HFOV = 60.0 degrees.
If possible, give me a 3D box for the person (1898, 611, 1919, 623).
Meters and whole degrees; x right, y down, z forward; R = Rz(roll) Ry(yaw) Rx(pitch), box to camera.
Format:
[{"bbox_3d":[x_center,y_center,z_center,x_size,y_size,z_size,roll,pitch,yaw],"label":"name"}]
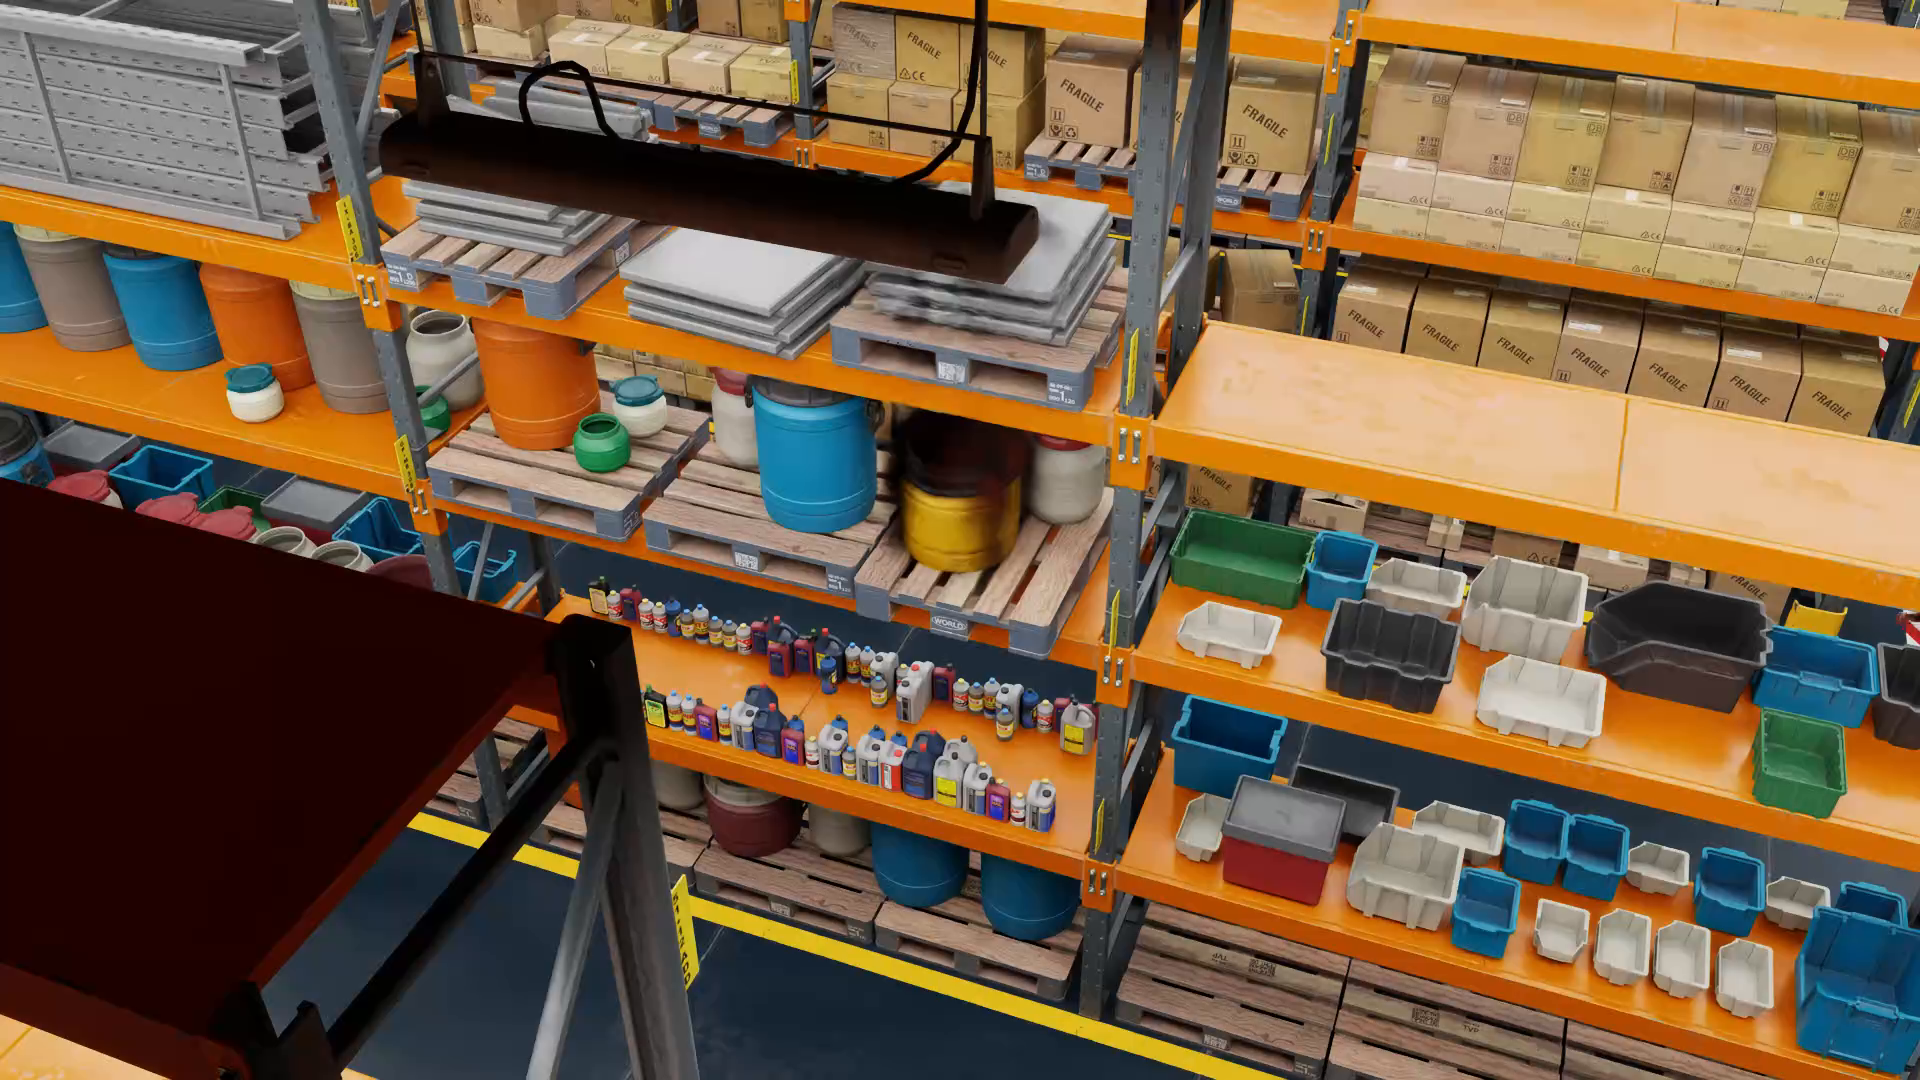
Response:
[{"bbox_3d":[6.459,0.810,10.819,0.852,1.824,0.668,2,37,3],"label":"person"}]
